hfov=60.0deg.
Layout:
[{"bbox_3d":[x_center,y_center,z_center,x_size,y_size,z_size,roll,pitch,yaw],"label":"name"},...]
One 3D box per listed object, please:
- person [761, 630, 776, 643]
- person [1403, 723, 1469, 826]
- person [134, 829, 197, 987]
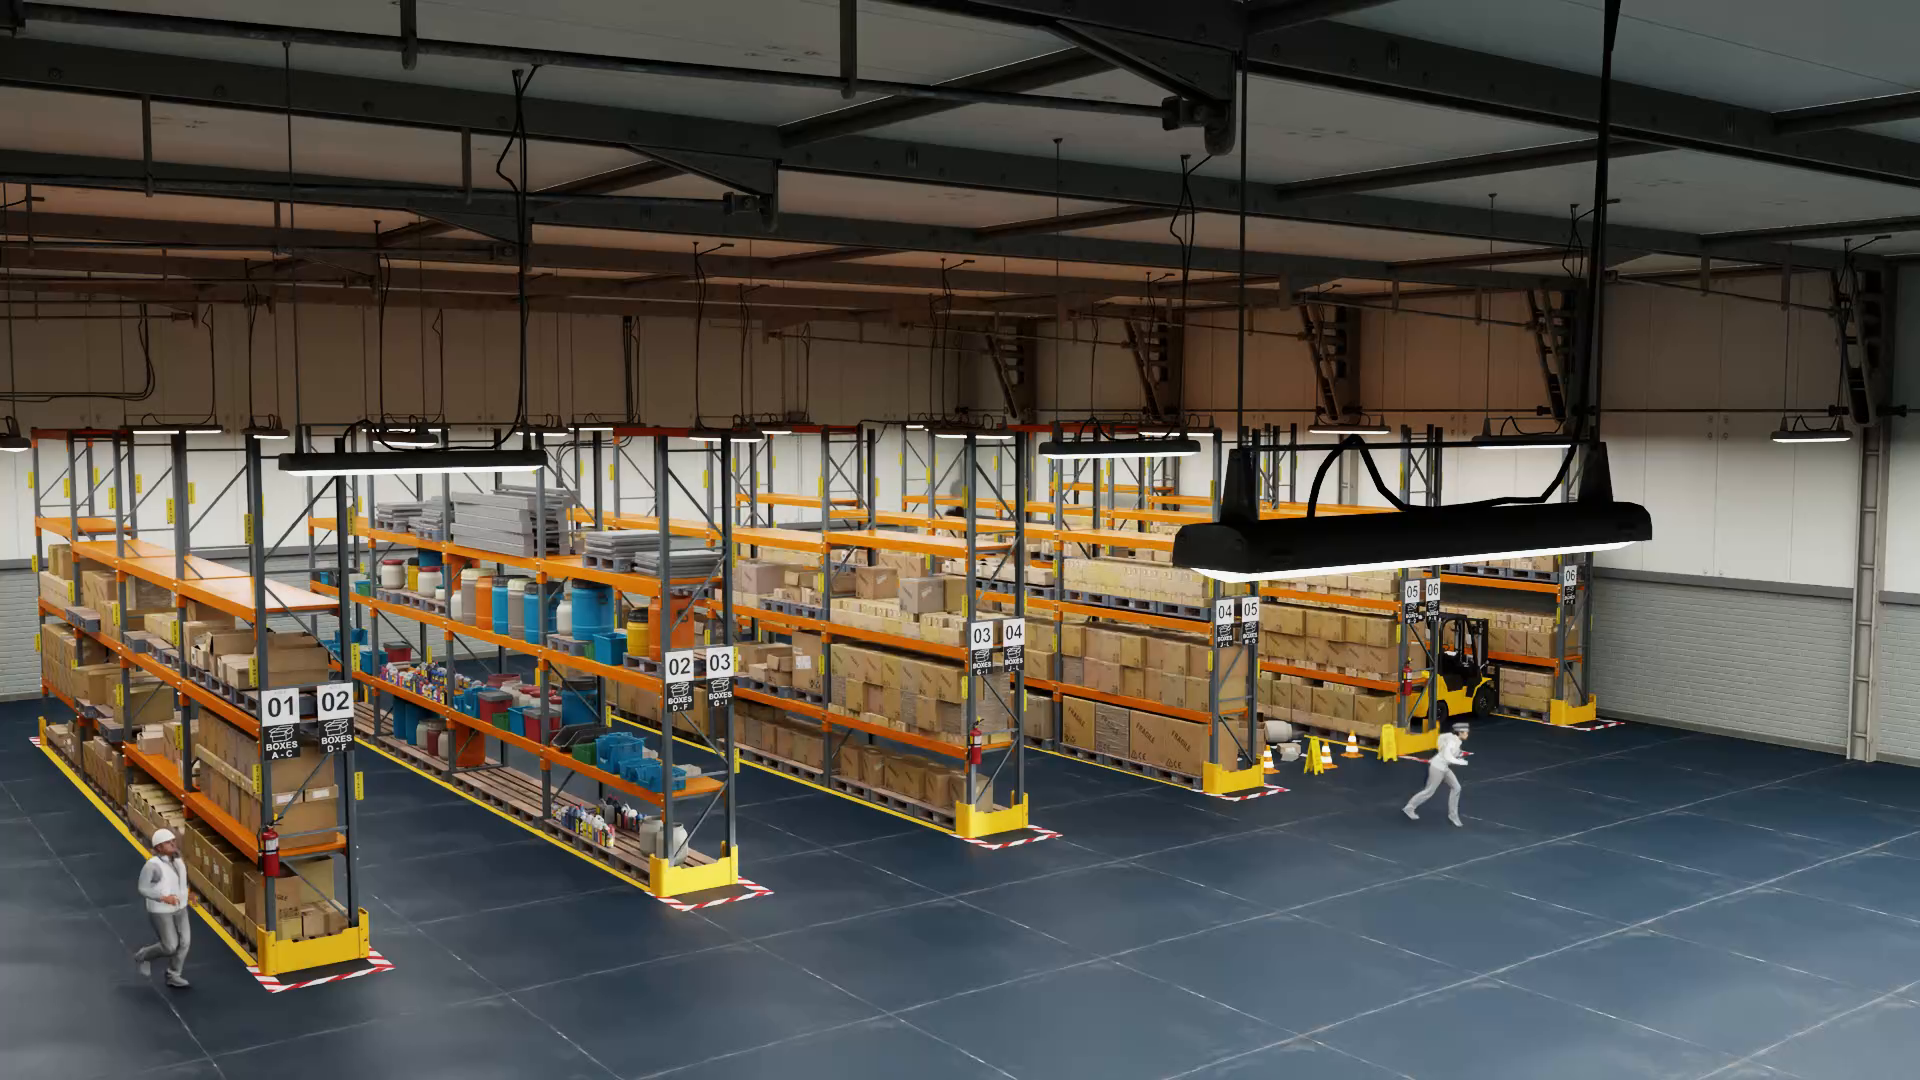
[{"bbox_3d":[-4.794,2.219,42.110,0.667,1.748,0.906,0,4,-1],"label":"person"},{"bbox_3d":[7.275,3.576,25.410,0.958,1.622,0.615,1,5,18],"label":"person"},{"bbox_3d":[-8.733,4.029,18.274,0.654,1.731,0.653,1,5,17],"label":"person"}]
